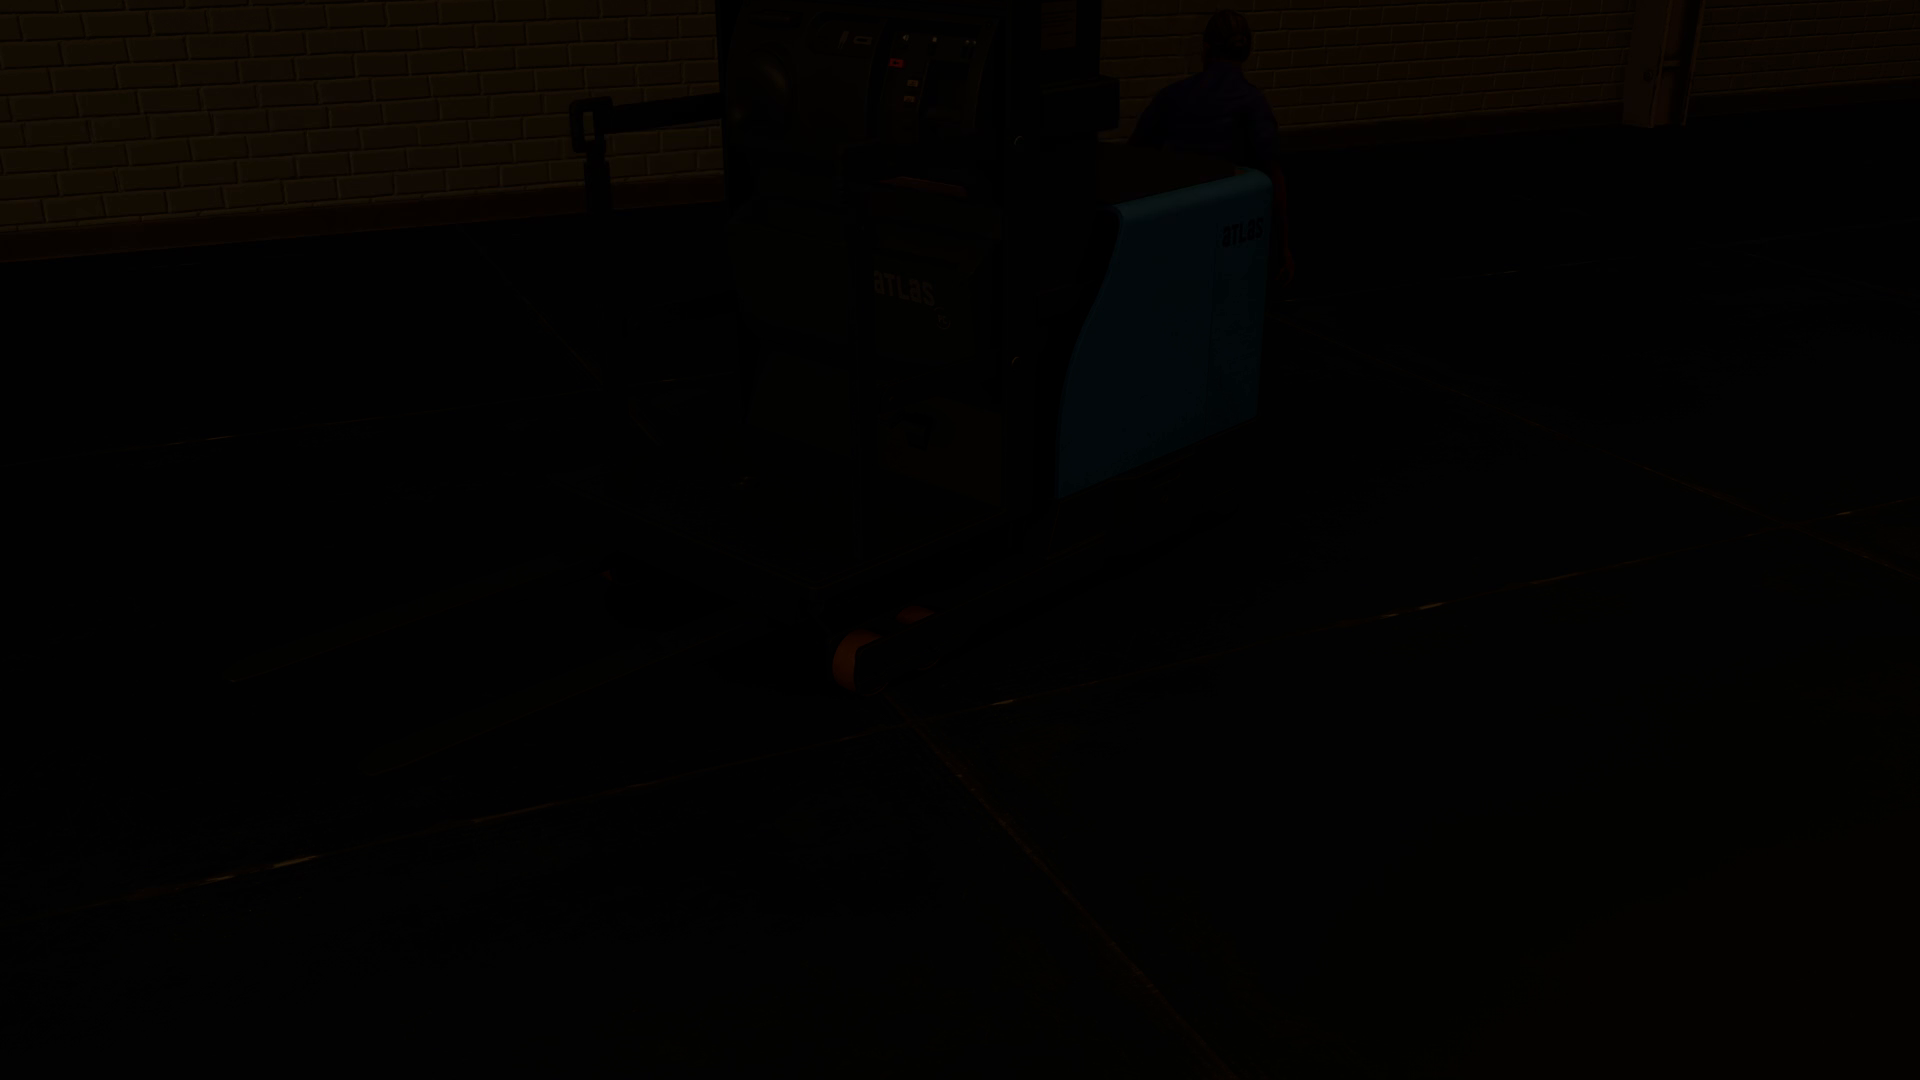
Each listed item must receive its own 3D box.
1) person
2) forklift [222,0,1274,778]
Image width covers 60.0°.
[{"bbox_3d":[0.837,-1.143,6.007,0.620,1.449,0.746,-11,25,-25],"label":"person"},{"bbox_3d":[-0.413,-1.182,4.131,1.130,2.935,3.031,19,29,39],"label":"forklift"}]
